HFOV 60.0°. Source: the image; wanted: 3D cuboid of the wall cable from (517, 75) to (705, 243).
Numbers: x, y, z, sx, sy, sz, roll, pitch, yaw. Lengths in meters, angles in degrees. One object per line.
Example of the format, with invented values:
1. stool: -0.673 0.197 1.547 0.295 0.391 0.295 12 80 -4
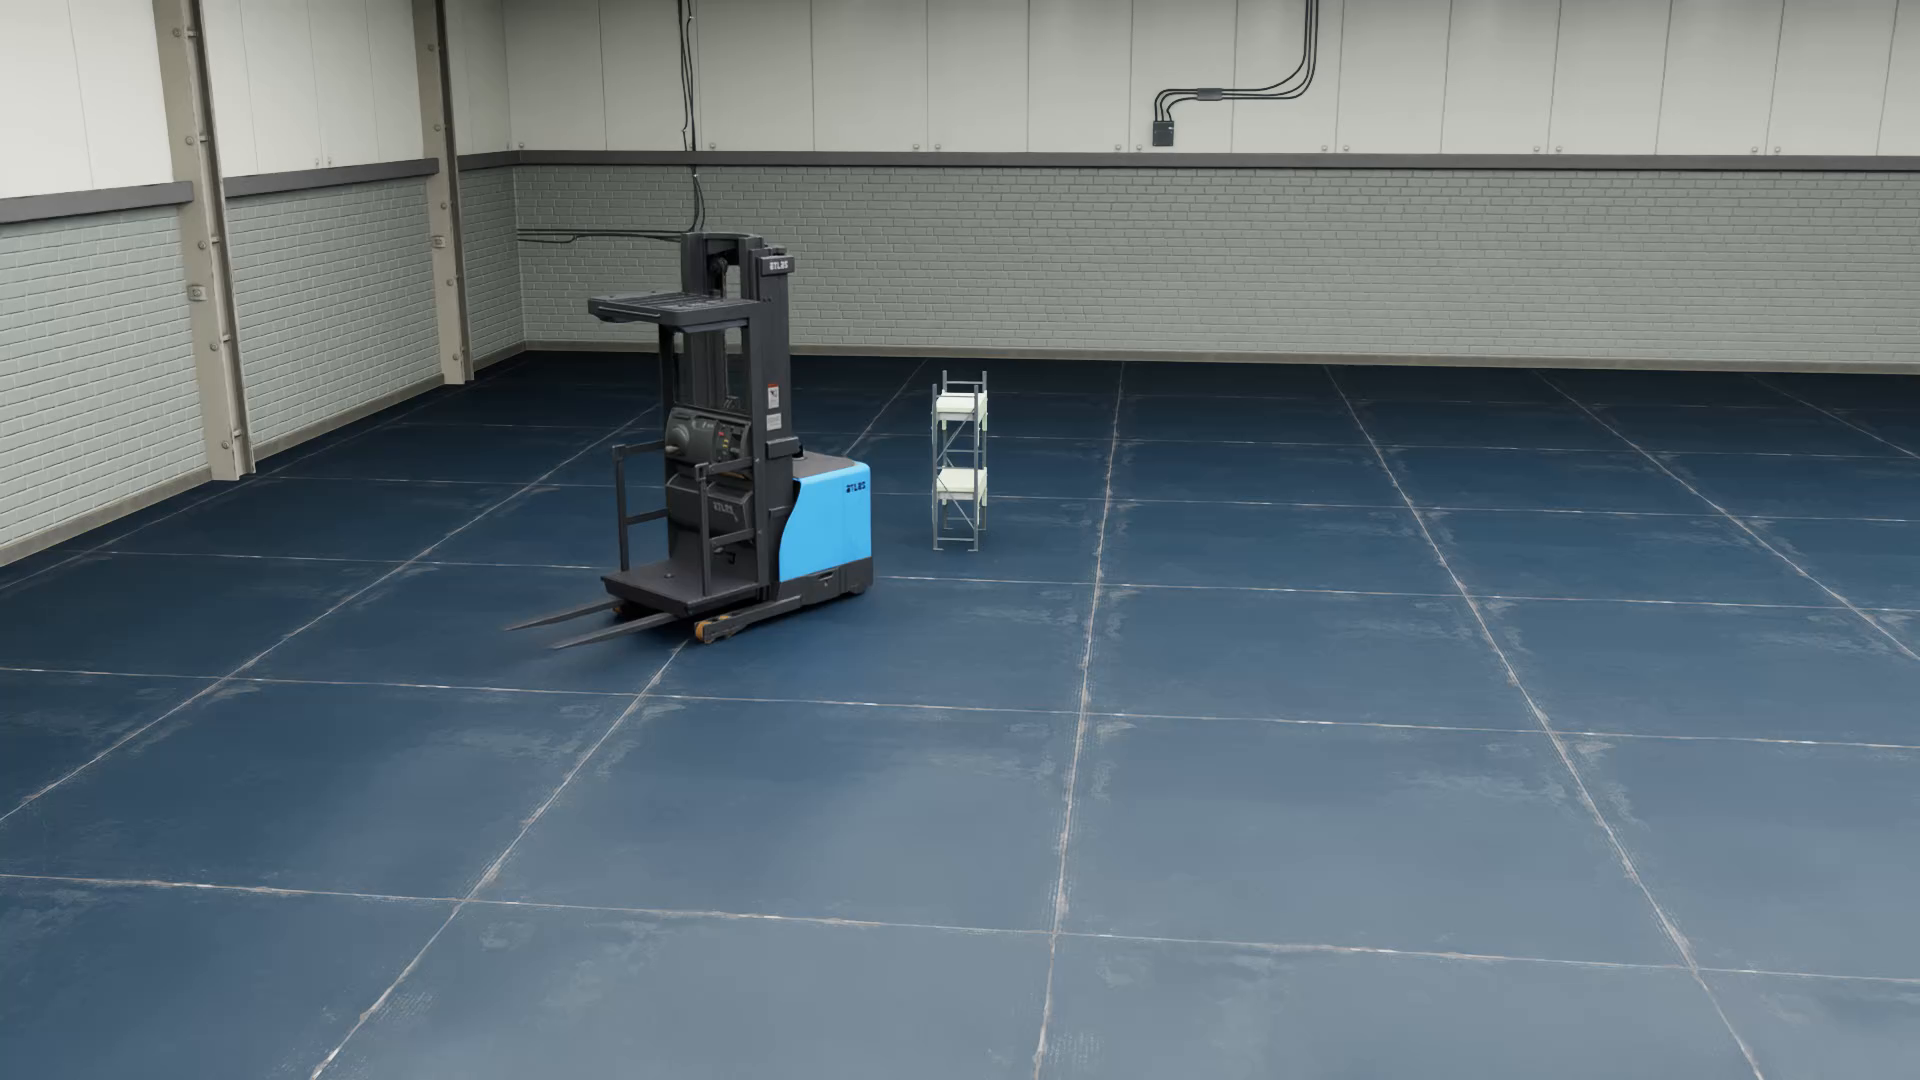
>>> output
1. wall cable: -5.454 -5.811 25.451 3.097 2.526 0.112 2 15 6

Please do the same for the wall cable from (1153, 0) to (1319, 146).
1. wall cable: 3.977 -8.668 23.552 2.305 6.003 0.169 2 15 6

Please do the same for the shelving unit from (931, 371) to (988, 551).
1. shelving unit: 0.001 -0.726 15.061 0.431 1.500 0.755 2 15 6

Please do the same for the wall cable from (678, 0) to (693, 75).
1. wall cable: -2.766 -8.170 24.497 3.097 2.526 0.112 2 15 6

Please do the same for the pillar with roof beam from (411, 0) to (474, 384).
1. pillar with roof beam: -2.822 -6.458 21.895 9.100 9.000 0.400 2 15 6

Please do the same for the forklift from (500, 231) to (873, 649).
1. forklift: -2.071 -0.793 12.569 1.130 2.935 3.031 13 20 40

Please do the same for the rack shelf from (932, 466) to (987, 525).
1. rack shelf: 0.001 -0.411 15.146 0.431 0.370 0.720 2 15 6

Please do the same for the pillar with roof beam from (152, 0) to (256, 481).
1. pillar with roof beam: -3.499 -4.902 16.140 9.100 9.000 0.400 2 15 6

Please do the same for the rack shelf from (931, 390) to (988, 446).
1. rack shelf: 0.001 -1.102 14.959 0.431 0.370 0.720 2 15 6

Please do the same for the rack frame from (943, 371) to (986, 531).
1. rack frame: 0.042 -0.821 15.412 0.400 1.500 0.023 2 15 6

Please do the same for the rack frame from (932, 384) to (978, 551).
1. rack frame: -0.041 -0.631 14.710 0.400 1.500 0.023 2 15 6
